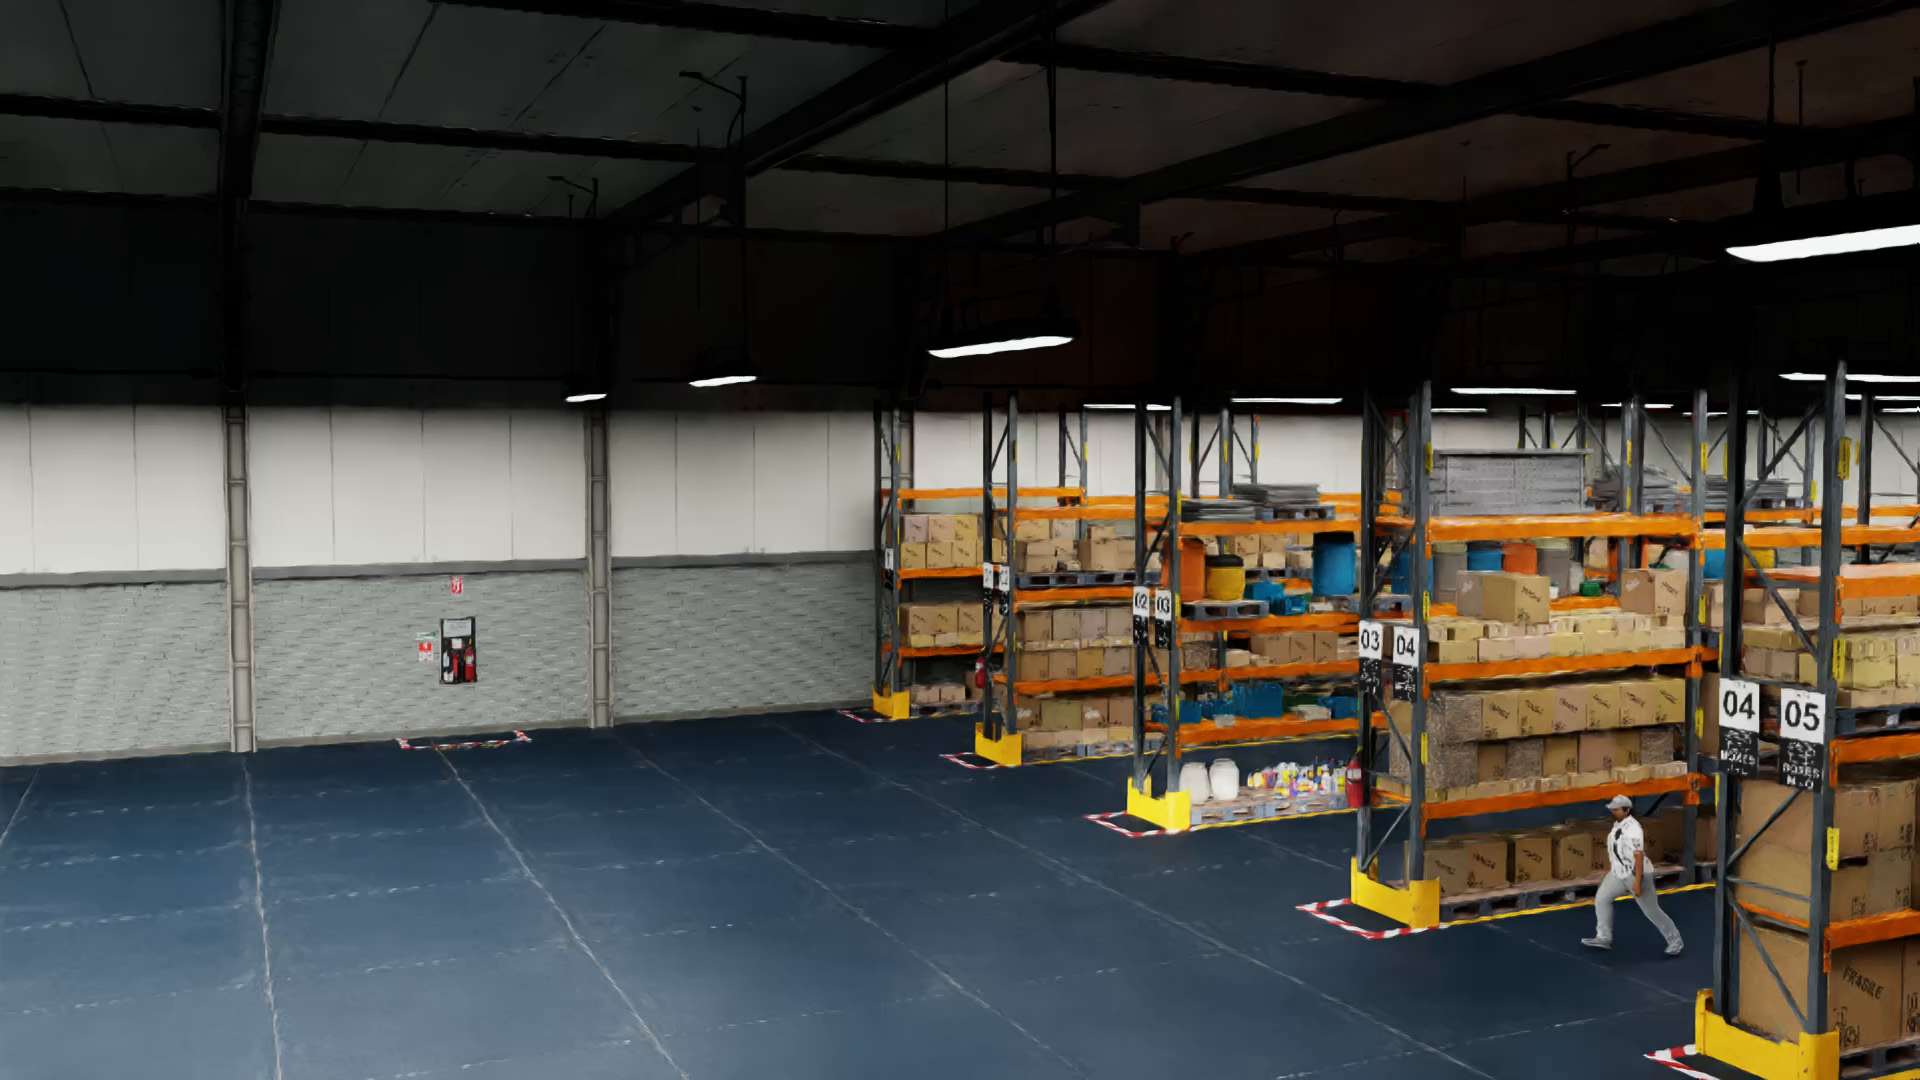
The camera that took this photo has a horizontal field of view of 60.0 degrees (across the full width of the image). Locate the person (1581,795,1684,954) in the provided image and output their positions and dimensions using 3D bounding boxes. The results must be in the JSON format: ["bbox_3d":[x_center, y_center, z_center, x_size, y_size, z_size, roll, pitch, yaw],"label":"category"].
[{"bbox_3d":[6.897,3.379,16.846,0.833,1.598,0.534,0,3,-3],"label":"person"}]
